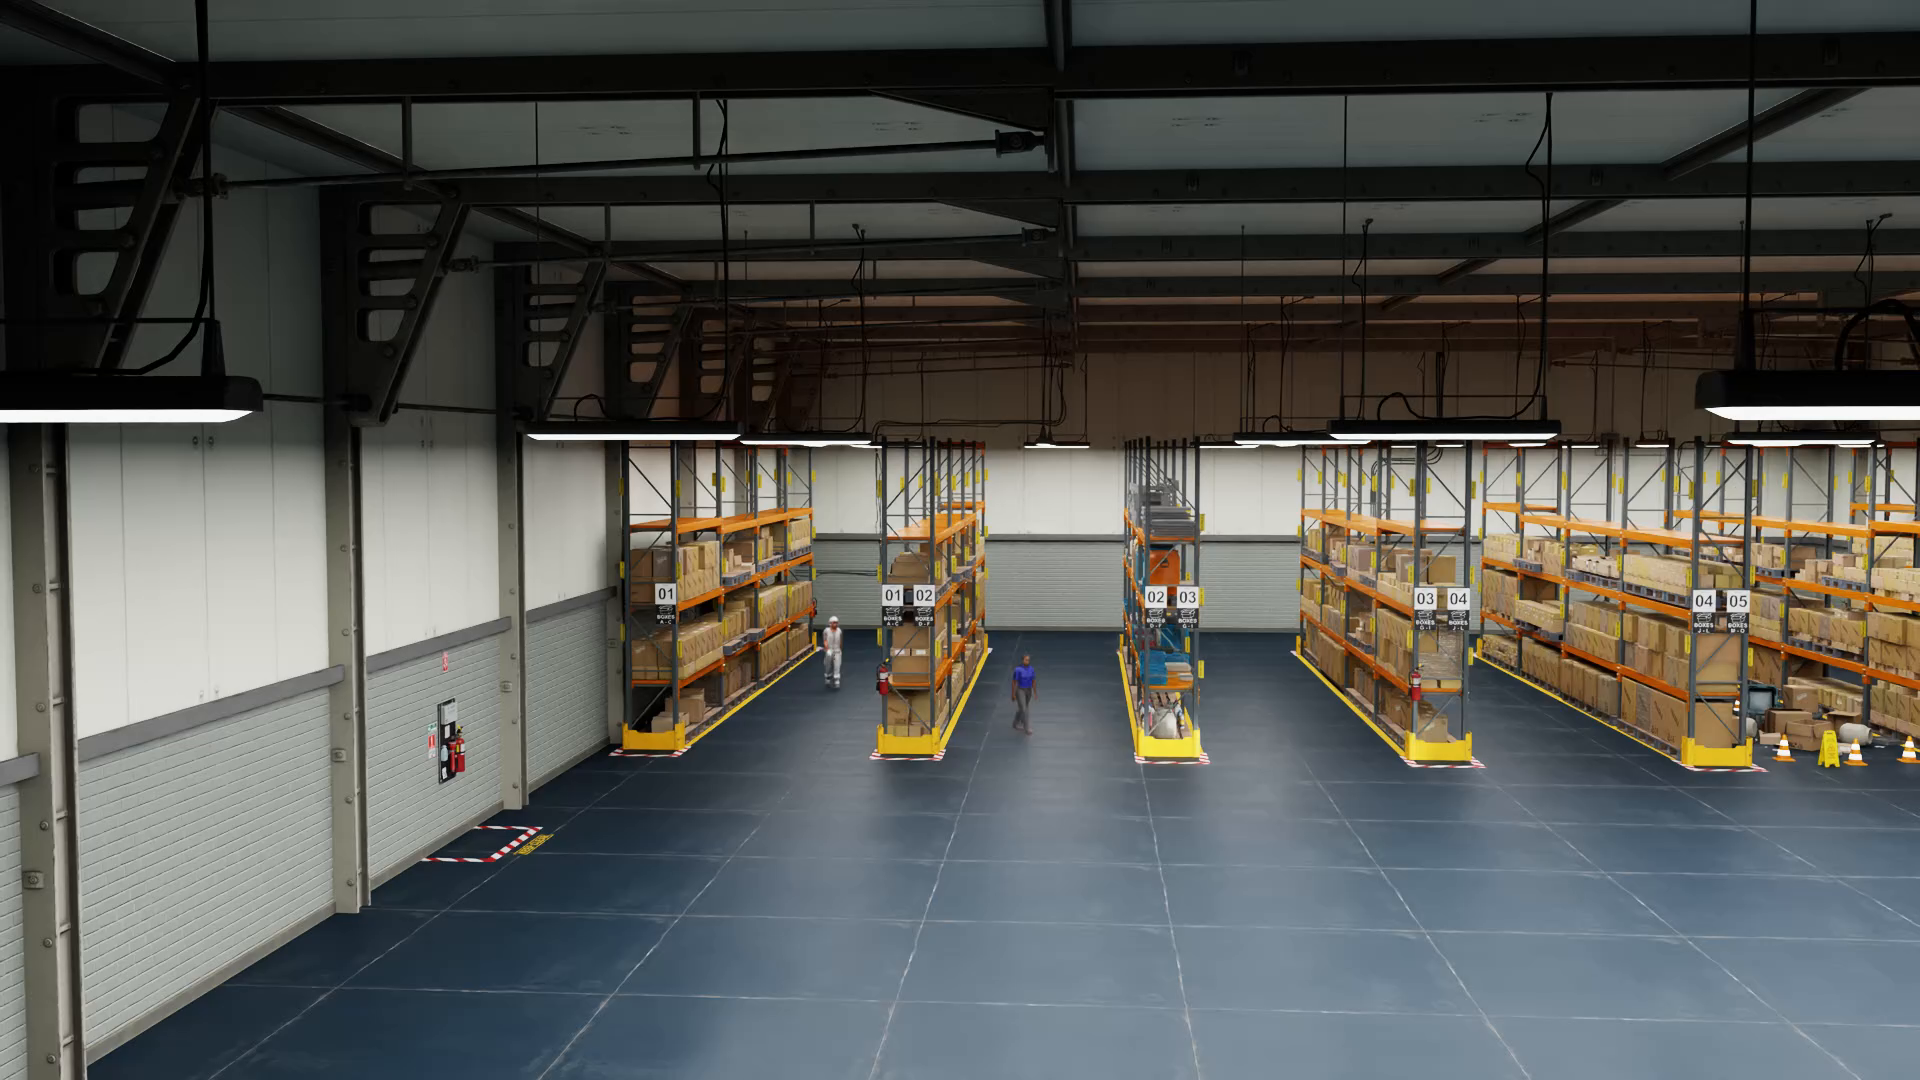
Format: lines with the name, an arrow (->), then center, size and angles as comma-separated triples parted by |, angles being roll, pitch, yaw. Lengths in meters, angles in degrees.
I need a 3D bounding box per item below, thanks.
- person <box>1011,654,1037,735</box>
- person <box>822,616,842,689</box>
person -> 1.313, 3.104, 33.594 | 0.492, 1.588, 0.986 | -2, 4, -38
person -> -3.053, 2.708, 40.087 | 0.510, 1.721, 1.068 | -1, 3, -14
